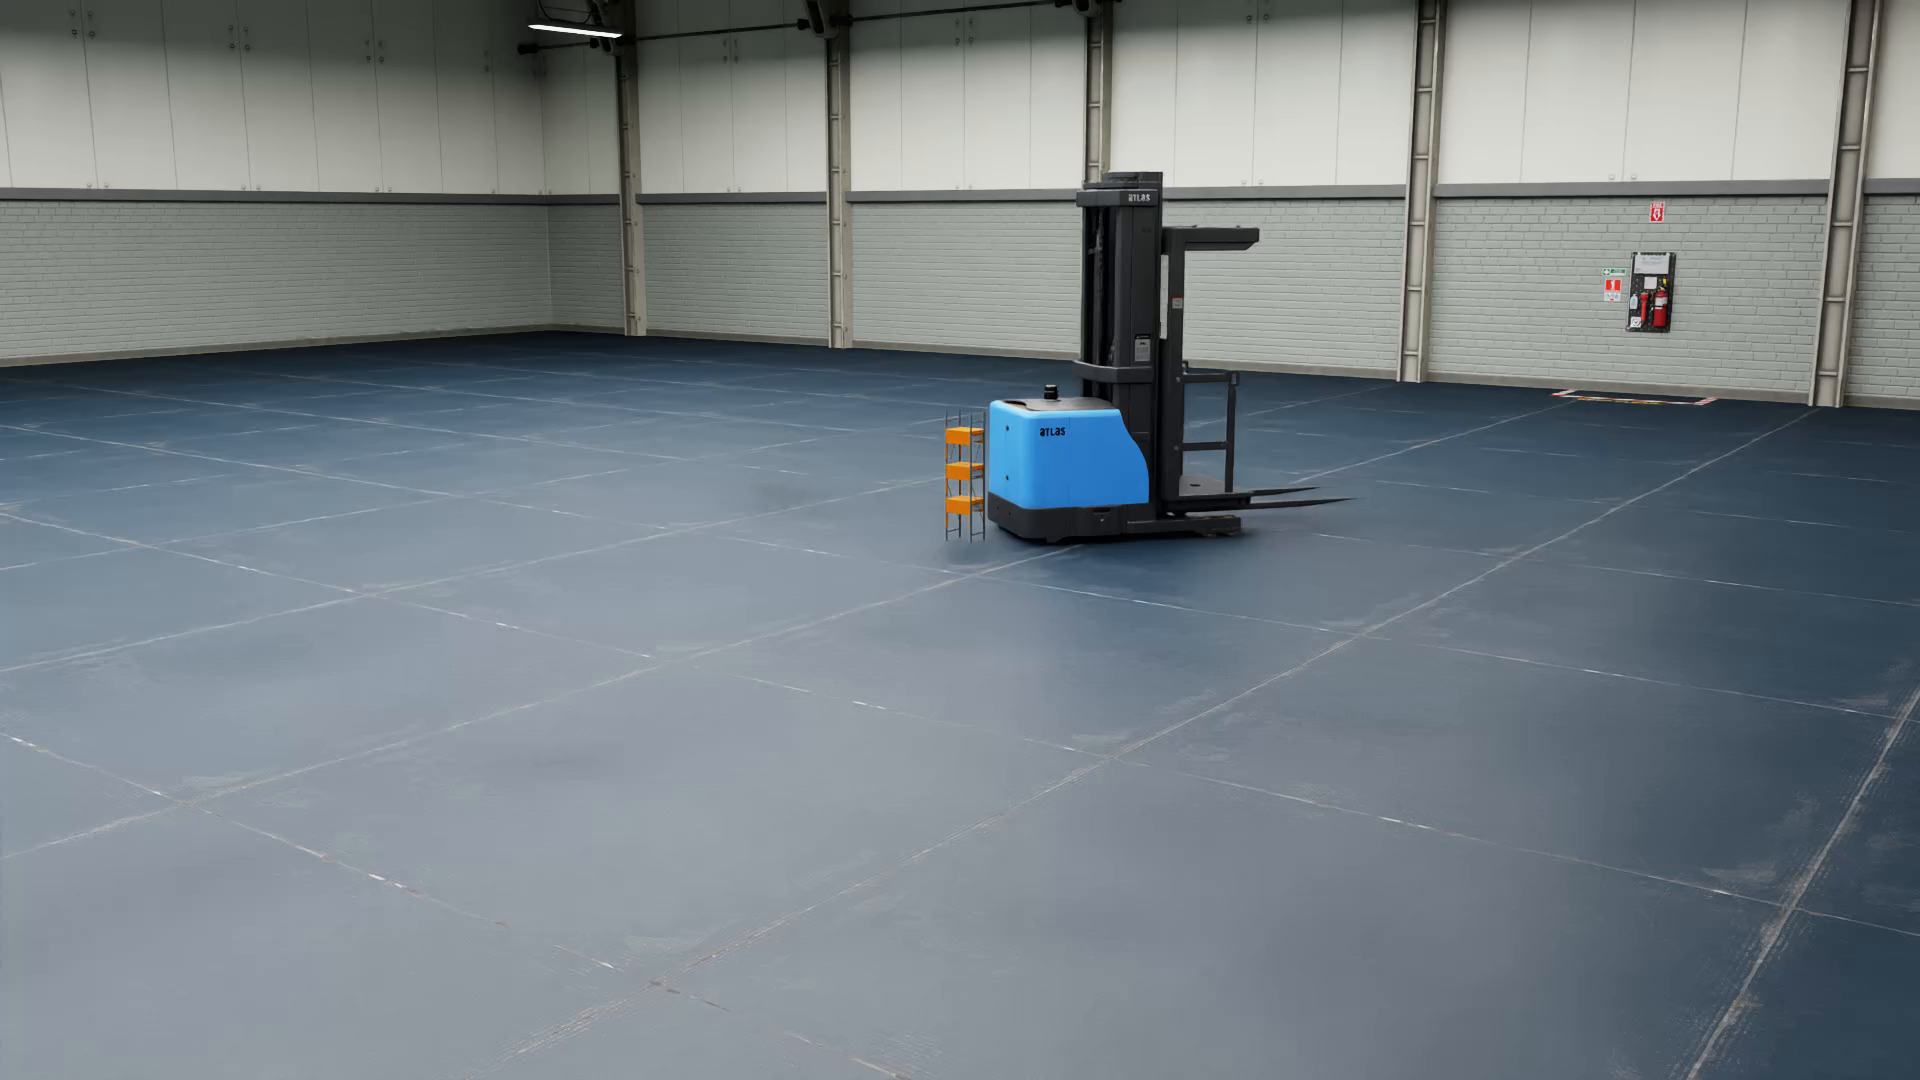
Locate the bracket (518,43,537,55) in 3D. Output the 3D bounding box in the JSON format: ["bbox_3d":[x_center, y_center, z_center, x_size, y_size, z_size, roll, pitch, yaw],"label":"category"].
[{"bbox_3d":[-9.702,-11.021,37.328,0.430,0.232,0.235,8,13,36],"label":"bracket"}]

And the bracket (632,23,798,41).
[{"bbox_3d":[-5.046,-10.371,33.971,4.783,0.066,0.076,8,13,36],"label":"bracket"}]

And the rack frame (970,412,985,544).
[{"bbox_3d":[0.141,-0.496,13.328,0.008,1.050,0.200,8,13,36],"label":"rack frame"}]

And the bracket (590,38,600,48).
[{"bbox_3d":[-7.792,-10.754,35.951,0.430,0.232,0.235,8,13,36],"label":"bracket"}]

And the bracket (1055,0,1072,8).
[{"bbox_3d":[1.880,-9.405,28.977,0.430,0.232,0.235,8,13,36],"label":"bracket"}]

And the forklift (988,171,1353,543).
[{"bbox_3d":[1.810,-1.552,13.836,3.031,2.935,1.130,-3,11,-17],"label":"forklift"}]

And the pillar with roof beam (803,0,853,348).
[{"bbox_3d":[-4.959,-7.661,29.439,0.548,9.000,9.100,8,13,36],"label":"pillar with roof beam"}]

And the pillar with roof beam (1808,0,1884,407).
[{"bbox_3d":[9.549,-5.638,18.978,0.400,9.000,9.100,8,13,36],"label":"pillar with roof beam"}]

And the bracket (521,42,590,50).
[{"bbox_3d":[-9.226,-10.954,36.985,3.189,0.066,0.076,8,13,36],"label":"bracket"}]

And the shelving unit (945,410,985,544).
[{"bbox_3d":[0.043,-0.509,13.399,0.252,1.050,0.215,8,13,36],"label":"shelving unit"}]

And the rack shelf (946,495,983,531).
[{"bbox_3d":[0.043,-0.226,13.454,0.240,0.259,0.215,8,13,36],"label":"rack shelf"}]

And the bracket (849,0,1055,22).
[{"bbox_3d":[-0.210,-9.697,30.484,4.783,0.066,0.076,8,13,36],"label":"bracket"}]

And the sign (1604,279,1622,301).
[{"bbox_3d":[9.743,-3.730,24.821,0.234,0.329,0.001,8,13,36],"label":"sign"}]

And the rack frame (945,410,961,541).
[{"bbox_3d":[-0.055,-0.523,13.470,0.008,1.050,0.200,8,13,36],"label":"rack frame"}]

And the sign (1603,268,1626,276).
[{"bbox_3d":[9.741,-3.989,24.761,0.331,0.109,0.001,8,13,36],"label":"sign"}]

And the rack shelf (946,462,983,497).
[{"bbox_3d":[0.043,-0.499,13.401,0.240,0.259,0.215,8,13,36],"label":"rack shelf"}]

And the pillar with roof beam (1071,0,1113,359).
[{"bbox_3d":[-0.123,-6.987,25.952,0.548,9.000,9.100,8,13,36],"label":"pillar with roof beam"}]

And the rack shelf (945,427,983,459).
[{"bbox_3d":[0.043,-0.778,13.347,0.240,0.259,0.215,8,13,36],"label":"rack shelf"}]

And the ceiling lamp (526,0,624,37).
[{"bbox_3d":[-7.069,-10.667,29.607,0.800,3.185,2.000,8,13,36],"label":"ceiling lamp"}]

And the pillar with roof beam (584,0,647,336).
[{"bbox_3d":[-9.796,-8.336,32.926,0.548,9.000,9.100,8,13,36],"label":"pillar with roof beam"}]

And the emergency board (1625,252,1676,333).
[{"bbox_3d":[10.128,-3.635,24.421,0.643,1.169,0.194,8,13,36],"label":"emergency board"}]

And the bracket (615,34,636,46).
[{"bbox_3d":[-7.123,-10.661,35.468,0.430,0.232,0.235,8,13,36],"label":"bracket"}]

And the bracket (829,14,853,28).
[{"bbox_3d":[-2.287,-9.986,31.981,0.430,0.232,0.235,8,13,36],"label":"bracket"}]

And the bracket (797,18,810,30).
[{"bbox_3d":[-2.956,-10.080,32.464,0.430,0.232,0.235,8,13,36],"label":"bracket"}]

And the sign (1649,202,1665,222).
[{"bbox_3d":[10.180,-4.789,24.284,0.199,0.298,0.001,8,13,36],"label":"sign"}]

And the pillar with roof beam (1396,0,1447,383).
[{"bbox_3d":[4.713,-6.312,22.465,0.400,9.000,9.100,8,13,36],"label":"pillar with roof beam"}]

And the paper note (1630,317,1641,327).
[{"bbox_3d":[10.026,-3.233,24.662,0.142,0.148,0.016,8,13,36],"label":"paper note"}]

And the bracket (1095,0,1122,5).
[{"bbox_3d":[2.549,-9.312,28.495,0.430,0.232,0.235,8,13,36],"label":"bracket"}]
